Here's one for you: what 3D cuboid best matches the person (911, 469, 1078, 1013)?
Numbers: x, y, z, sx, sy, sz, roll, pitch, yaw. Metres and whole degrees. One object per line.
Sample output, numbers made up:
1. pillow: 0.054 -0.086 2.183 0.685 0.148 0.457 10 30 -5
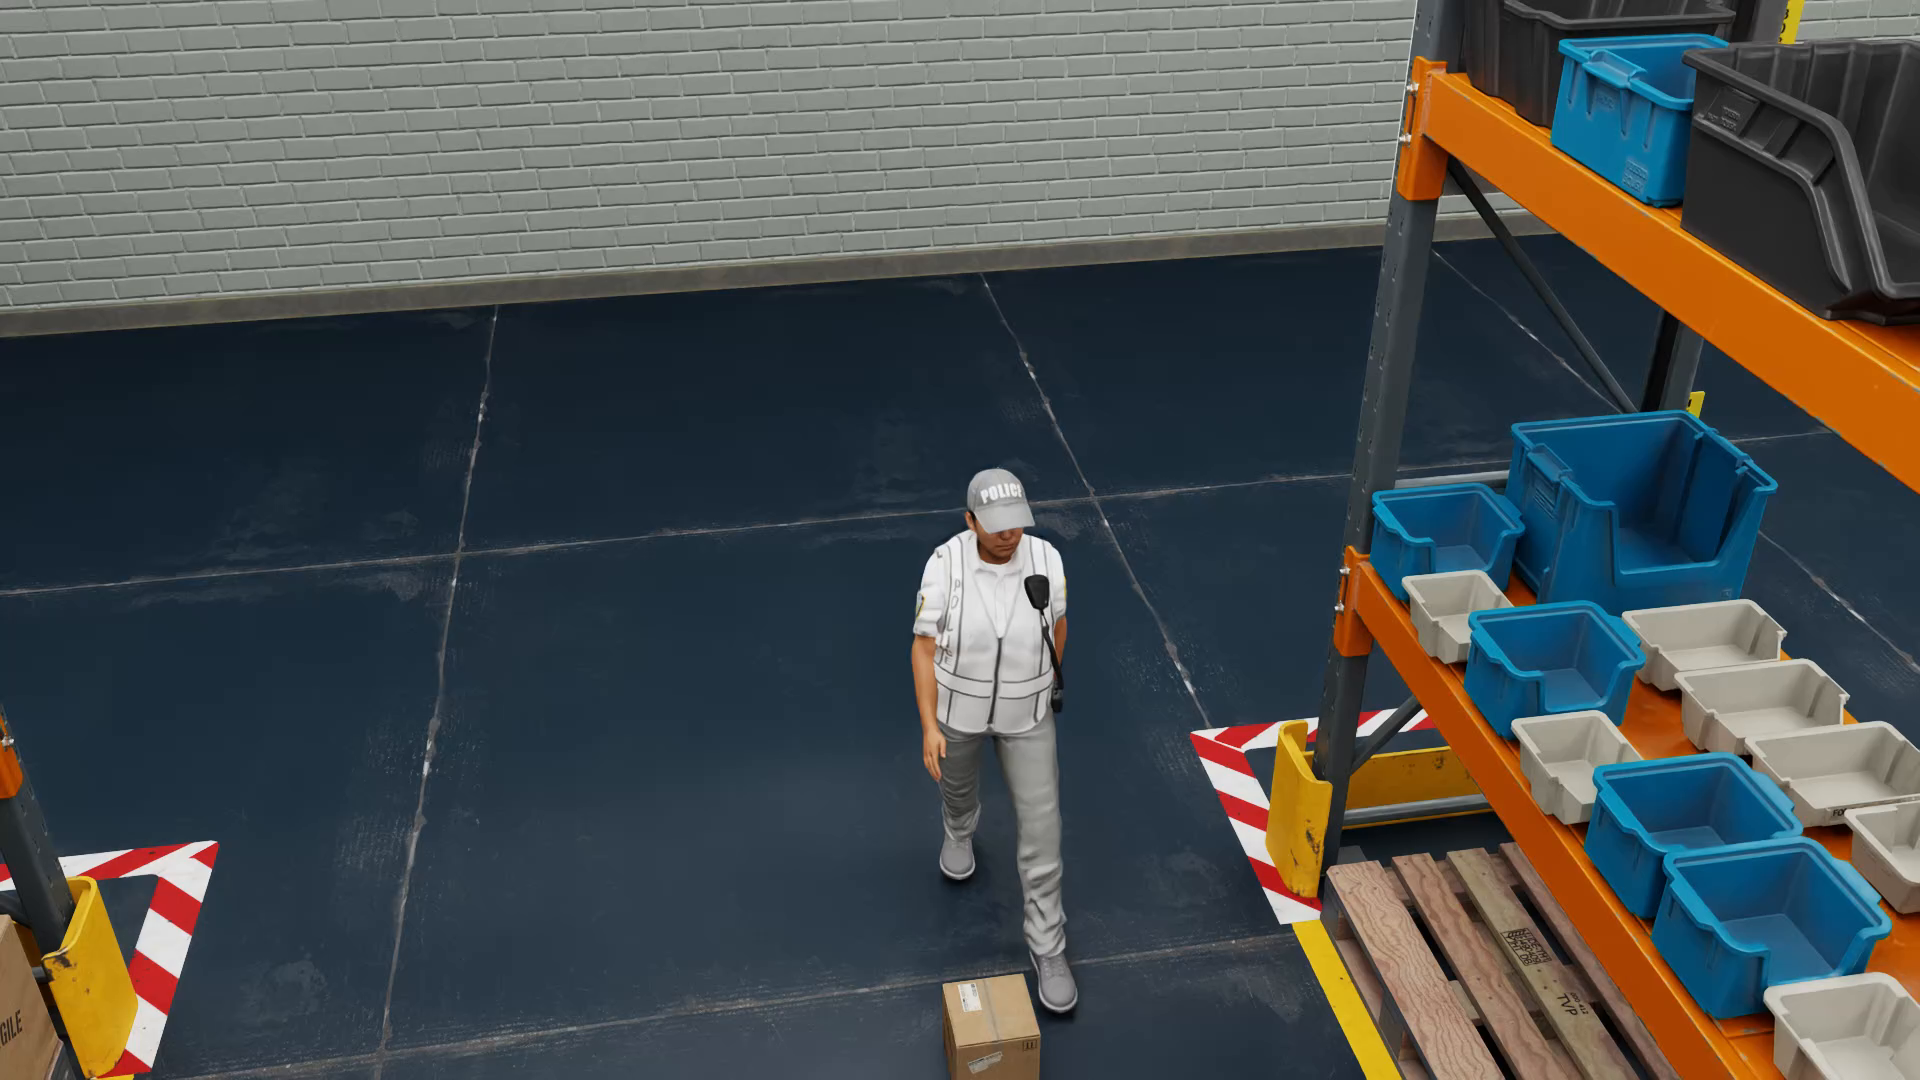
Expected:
1. person: 0.110 0.570 5.155 0.519 1.616 0.928 0 31 0
